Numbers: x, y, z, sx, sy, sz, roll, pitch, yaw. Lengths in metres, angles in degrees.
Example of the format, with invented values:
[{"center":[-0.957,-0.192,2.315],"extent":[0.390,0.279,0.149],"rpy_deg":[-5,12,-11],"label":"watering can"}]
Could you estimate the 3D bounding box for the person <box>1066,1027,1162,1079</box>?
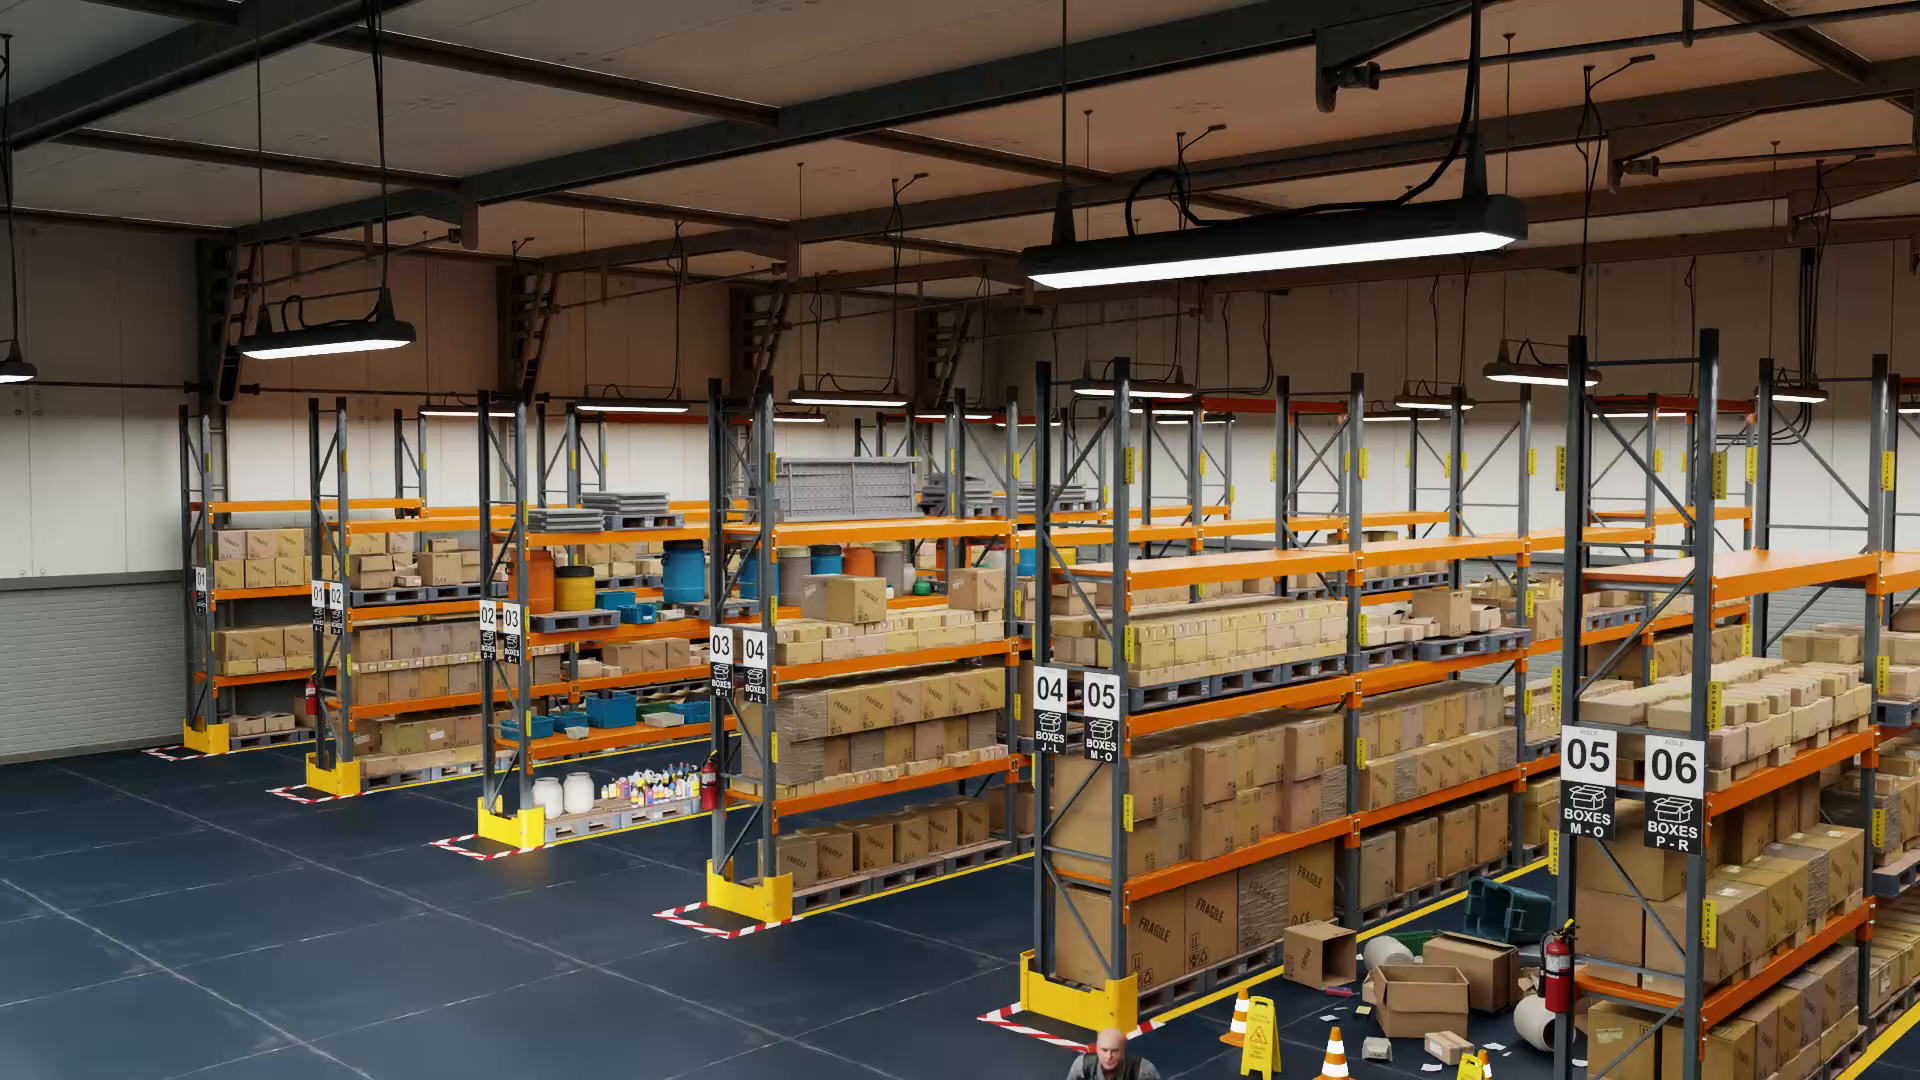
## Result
[{"center":[0.989,3.804,10.516],"extent":[0.662,1.674,0.895],"rpy_deg":[0,3,7],"label":"person"}]
